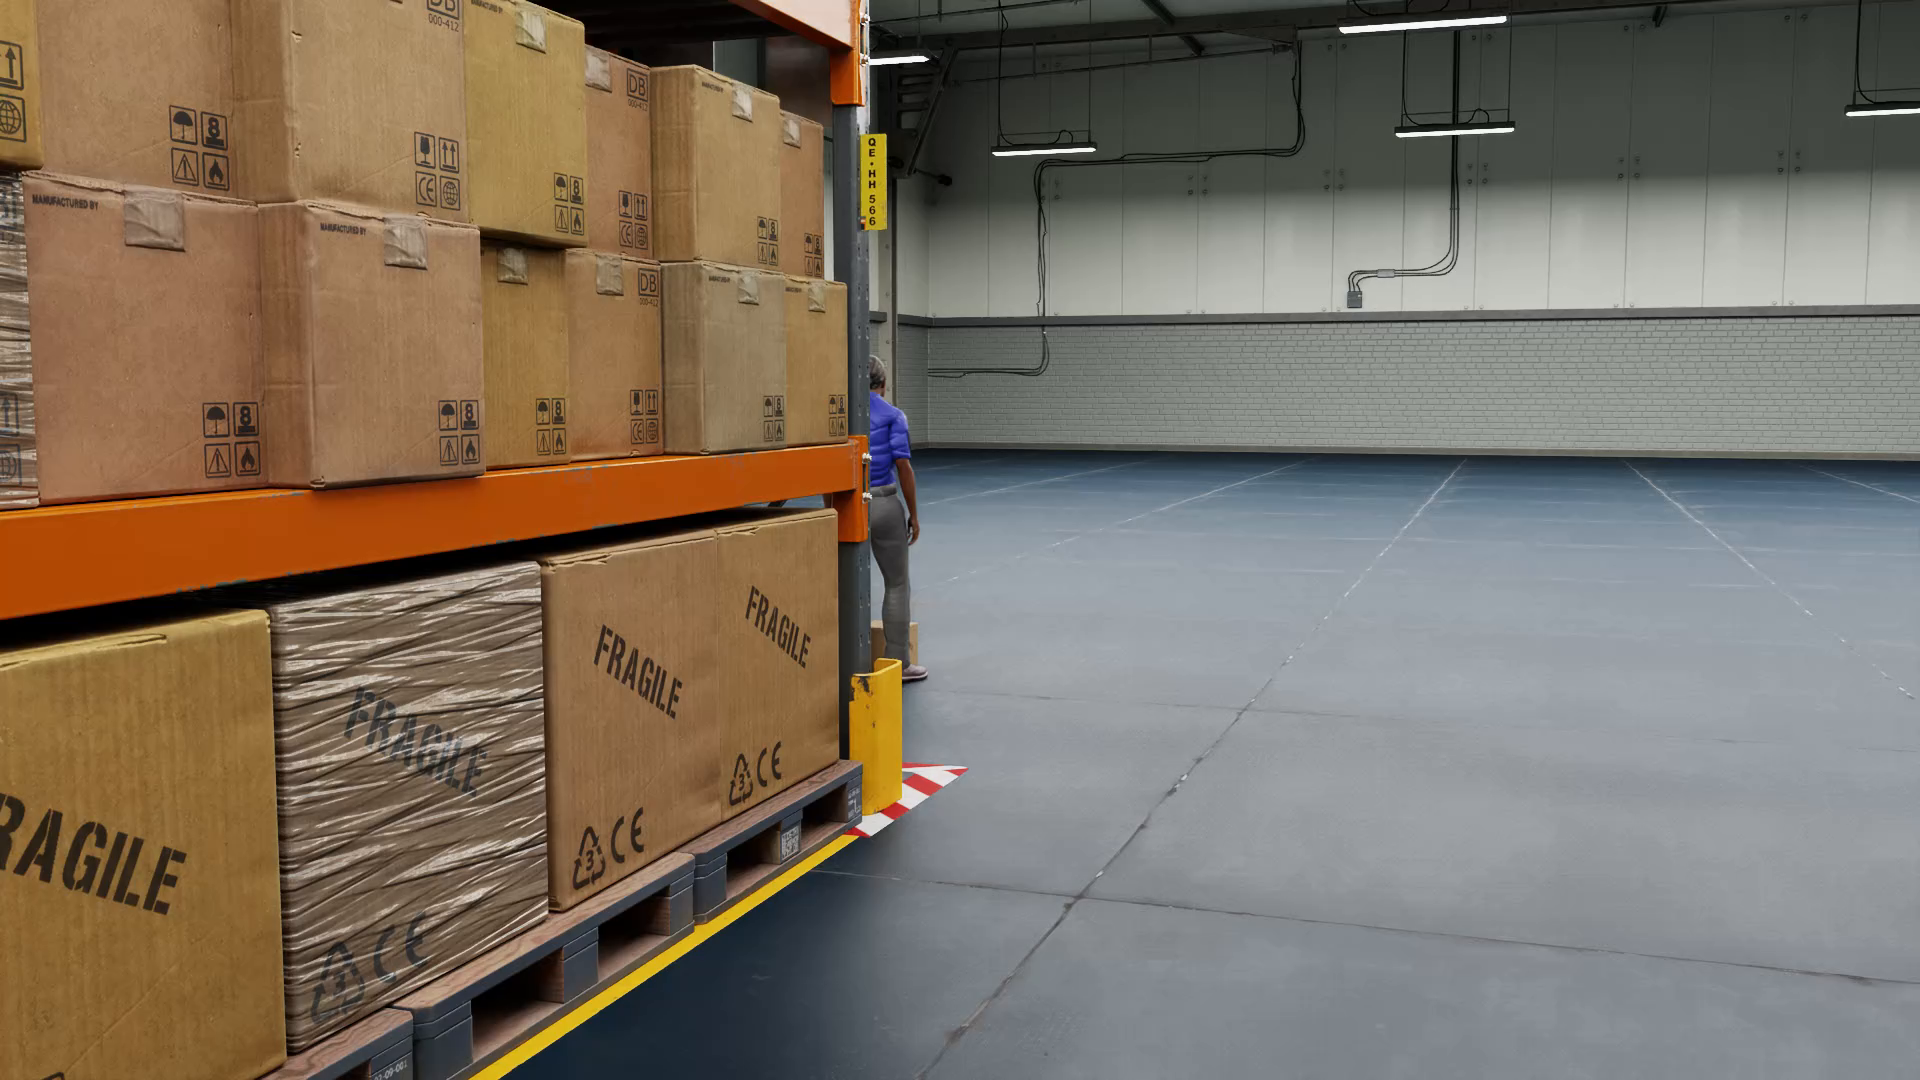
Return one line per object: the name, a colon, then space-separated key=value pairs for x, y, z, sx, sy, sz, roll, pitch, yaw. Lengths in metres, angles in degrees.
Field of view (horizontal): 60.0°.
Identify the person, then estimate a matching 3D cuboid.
person: x=-0.446 y=-0.110 z=8.457 sx=0.521 sy=1.655 sz=0.351 roll=2 pitch=6 yaw=17
